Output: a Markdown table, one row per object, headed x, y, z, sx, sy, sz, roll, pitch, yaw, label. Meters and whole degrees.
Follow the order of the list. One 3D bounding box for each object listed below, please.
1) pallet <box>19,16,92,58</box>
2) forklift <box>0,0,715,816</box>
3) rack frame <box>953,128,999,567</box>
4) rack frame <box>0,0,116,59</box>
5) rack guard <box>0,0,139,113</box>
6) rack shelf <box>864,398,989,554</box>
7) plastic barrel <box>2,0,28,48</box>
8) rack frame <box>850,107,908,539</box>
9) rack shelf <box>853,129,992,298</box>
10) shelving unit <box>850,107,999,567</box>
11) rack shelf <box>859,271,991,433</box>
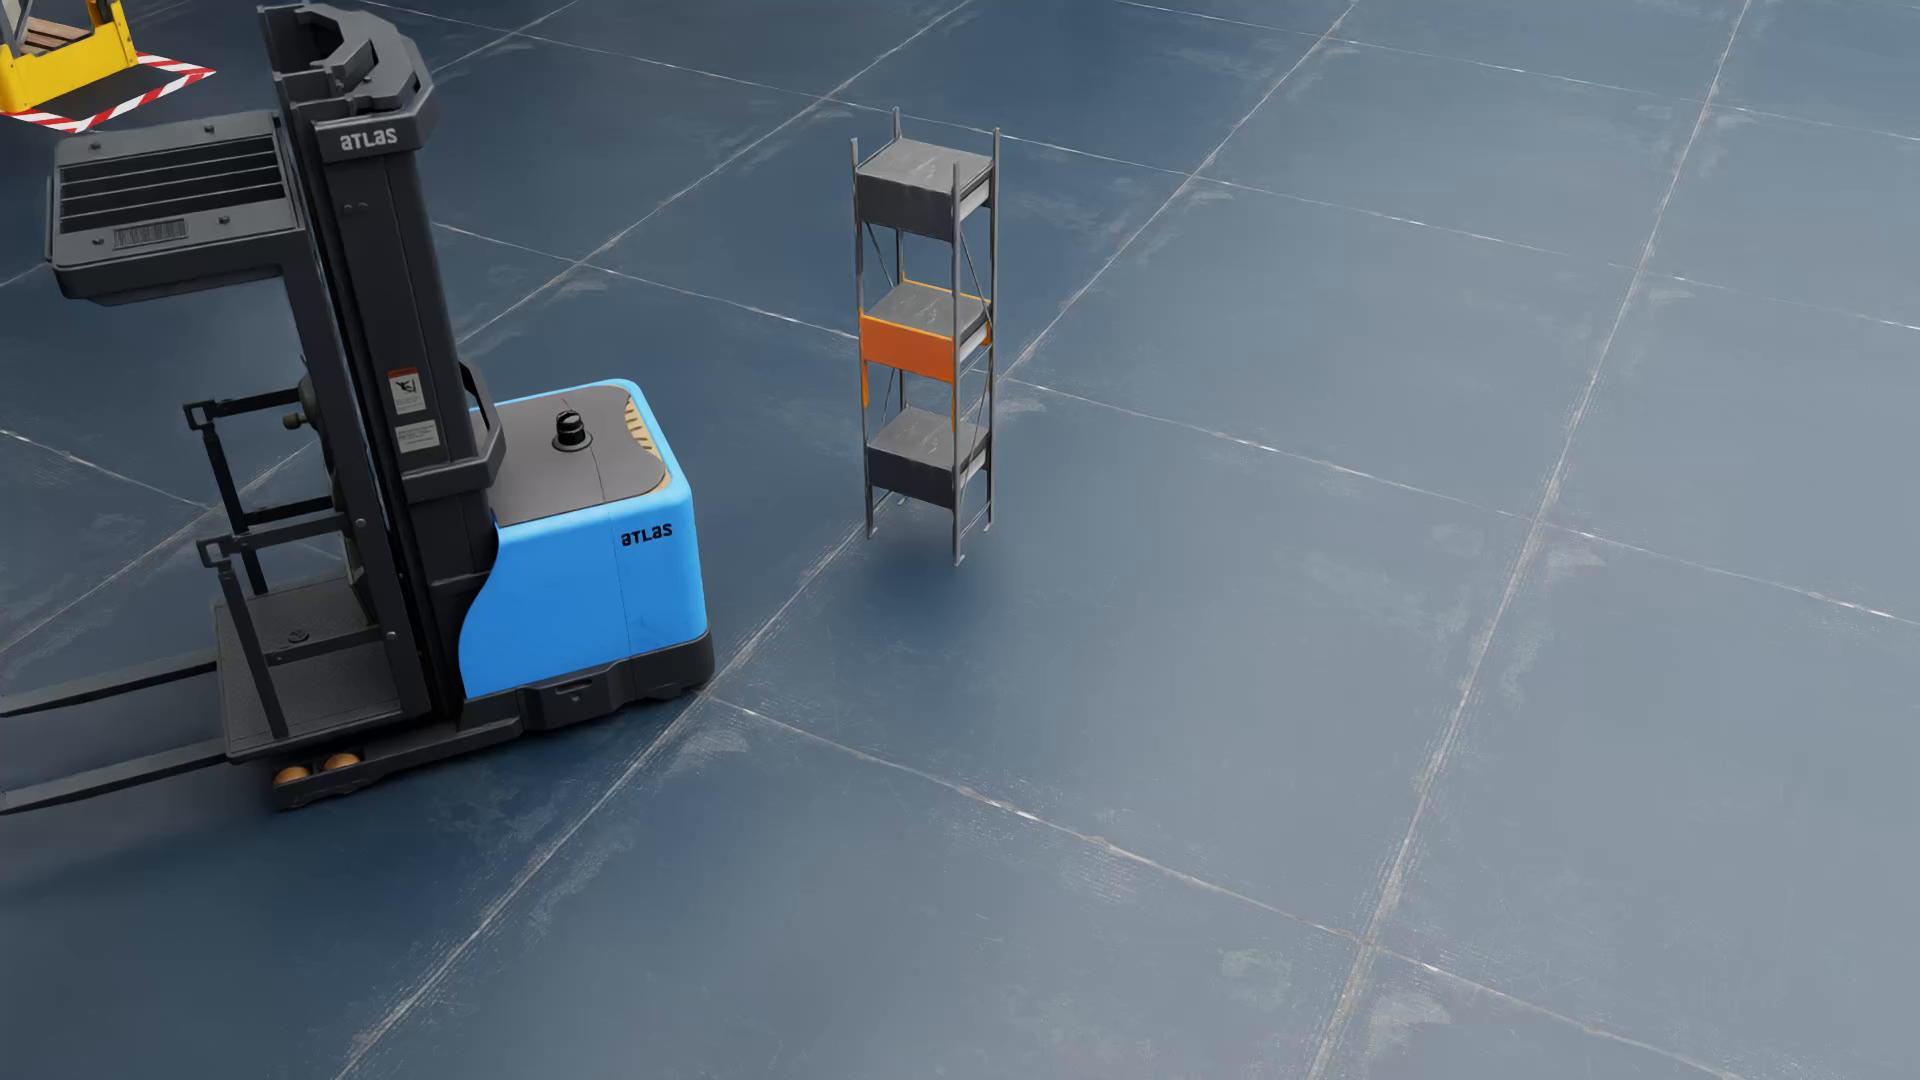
| x | y | z | sx | sy | sz | roll | pitch | yaw | label |
| --- | --- | --- | --- | --- | --- | --- | --- | --- | --- |
| -7.668 | -3.861 | 13.162 | 1.213 | 0.211 | 1.003 | 17 | 41 | 21 | pallet |
| -2.653 | -0.439 | 6.404 | 3.031 | 2.935 | 1.130 | -14 | 40 | -18 | forklift |
| 0.070 | -0.815 | 7.586 | 0.015 | 2.100 | 0.400 | 17 | 41 | 21 | rack frame |
| -6.860 | -4.747 | 12.023 | 0.127 | 3.000 | 1.000 | 17 | 41 | 21 | rack frame |
| -6.950 | -3.747 | 12.773 | 0.348 | 0.500 | 1.175 | 17 | 41 | 21 | rack guard |
| -0.147 | -0.314 | 8.107 | 0.480 | 0.518 | 0.431 | 17 | 41 | 21 | rack shelf |
| -7.480 | -4.065 | 12.835 | 0.421 | 0.512 | 0.421 | 0 | 37 | 0 | plastic barrel |
| -0.364 | -0.950 | 7.765 | 0.015 | 2.100 | 0.400 | 17 | 41 | 21 | rack frame |
| -0.147 | -1.429 | 7.261 | 0.480 | 0.518 | 0.431 | 17 | 41 | 21 | rack shelf |
| -0.147 | -0.882 | 7.676 | 0.503 | 2.100 | 0.431 | 17 | 41 | 21 | shelving unit |
| -0.147 | -0.872 | 7.684 | 0.480 | 0.518 | 0.431 | 17 | 41 | 21 | rack shelf |
